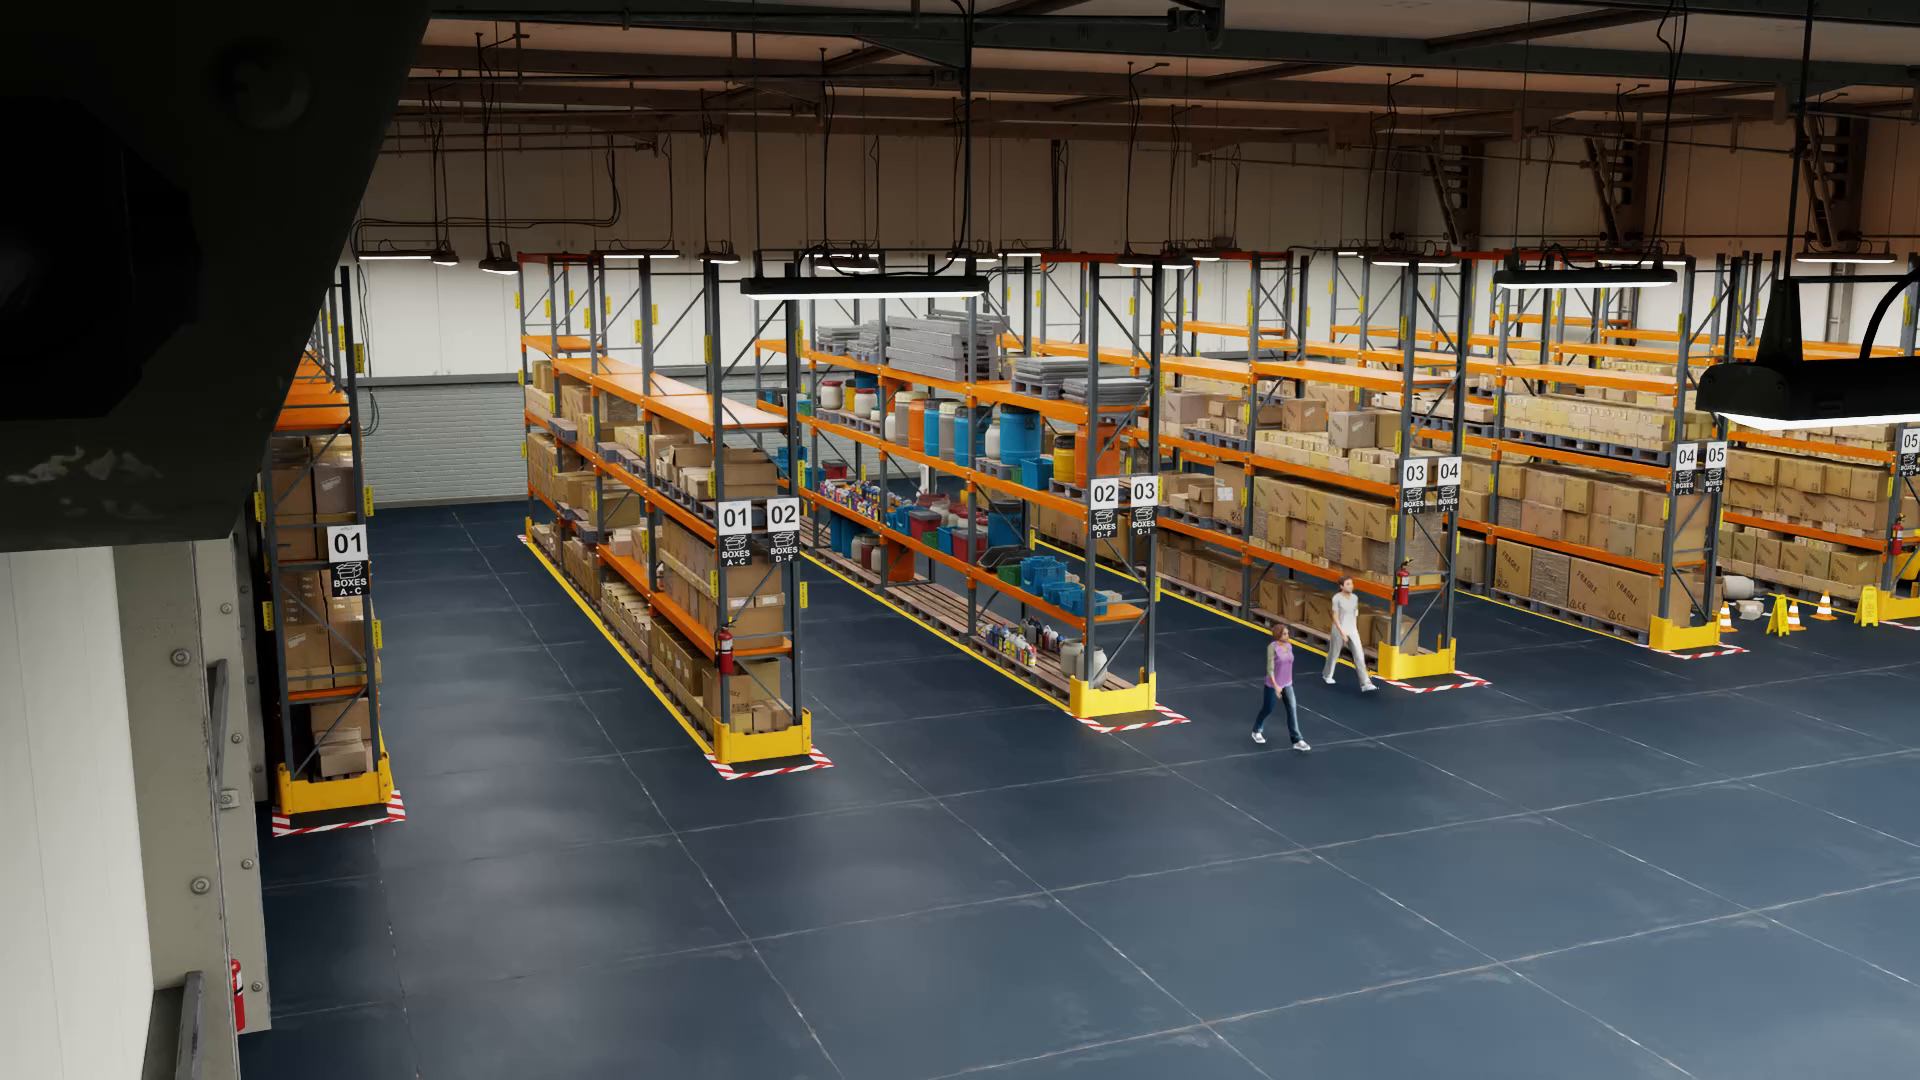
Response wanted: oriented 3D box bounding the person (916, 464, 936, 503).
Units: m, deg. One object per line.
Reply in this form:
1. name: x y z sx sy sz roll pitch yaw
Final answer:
1. person: -0.665 -1.137 36.298 0.539 1.779 0.638 3 11 16

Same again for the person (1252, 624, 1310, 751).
1. person: 4.004 1.815 20.701 0.445 1.562 0.858 -6 12 -28

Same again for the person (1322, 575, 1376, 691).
1. person: 5.448 1.302 23.341 0.481 1.612 1.030 -2 11 -10

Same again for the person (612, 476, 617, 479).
1. person: -7.698 -1.344 37.977 0.581 1.591 0.732 -2 11 -12
